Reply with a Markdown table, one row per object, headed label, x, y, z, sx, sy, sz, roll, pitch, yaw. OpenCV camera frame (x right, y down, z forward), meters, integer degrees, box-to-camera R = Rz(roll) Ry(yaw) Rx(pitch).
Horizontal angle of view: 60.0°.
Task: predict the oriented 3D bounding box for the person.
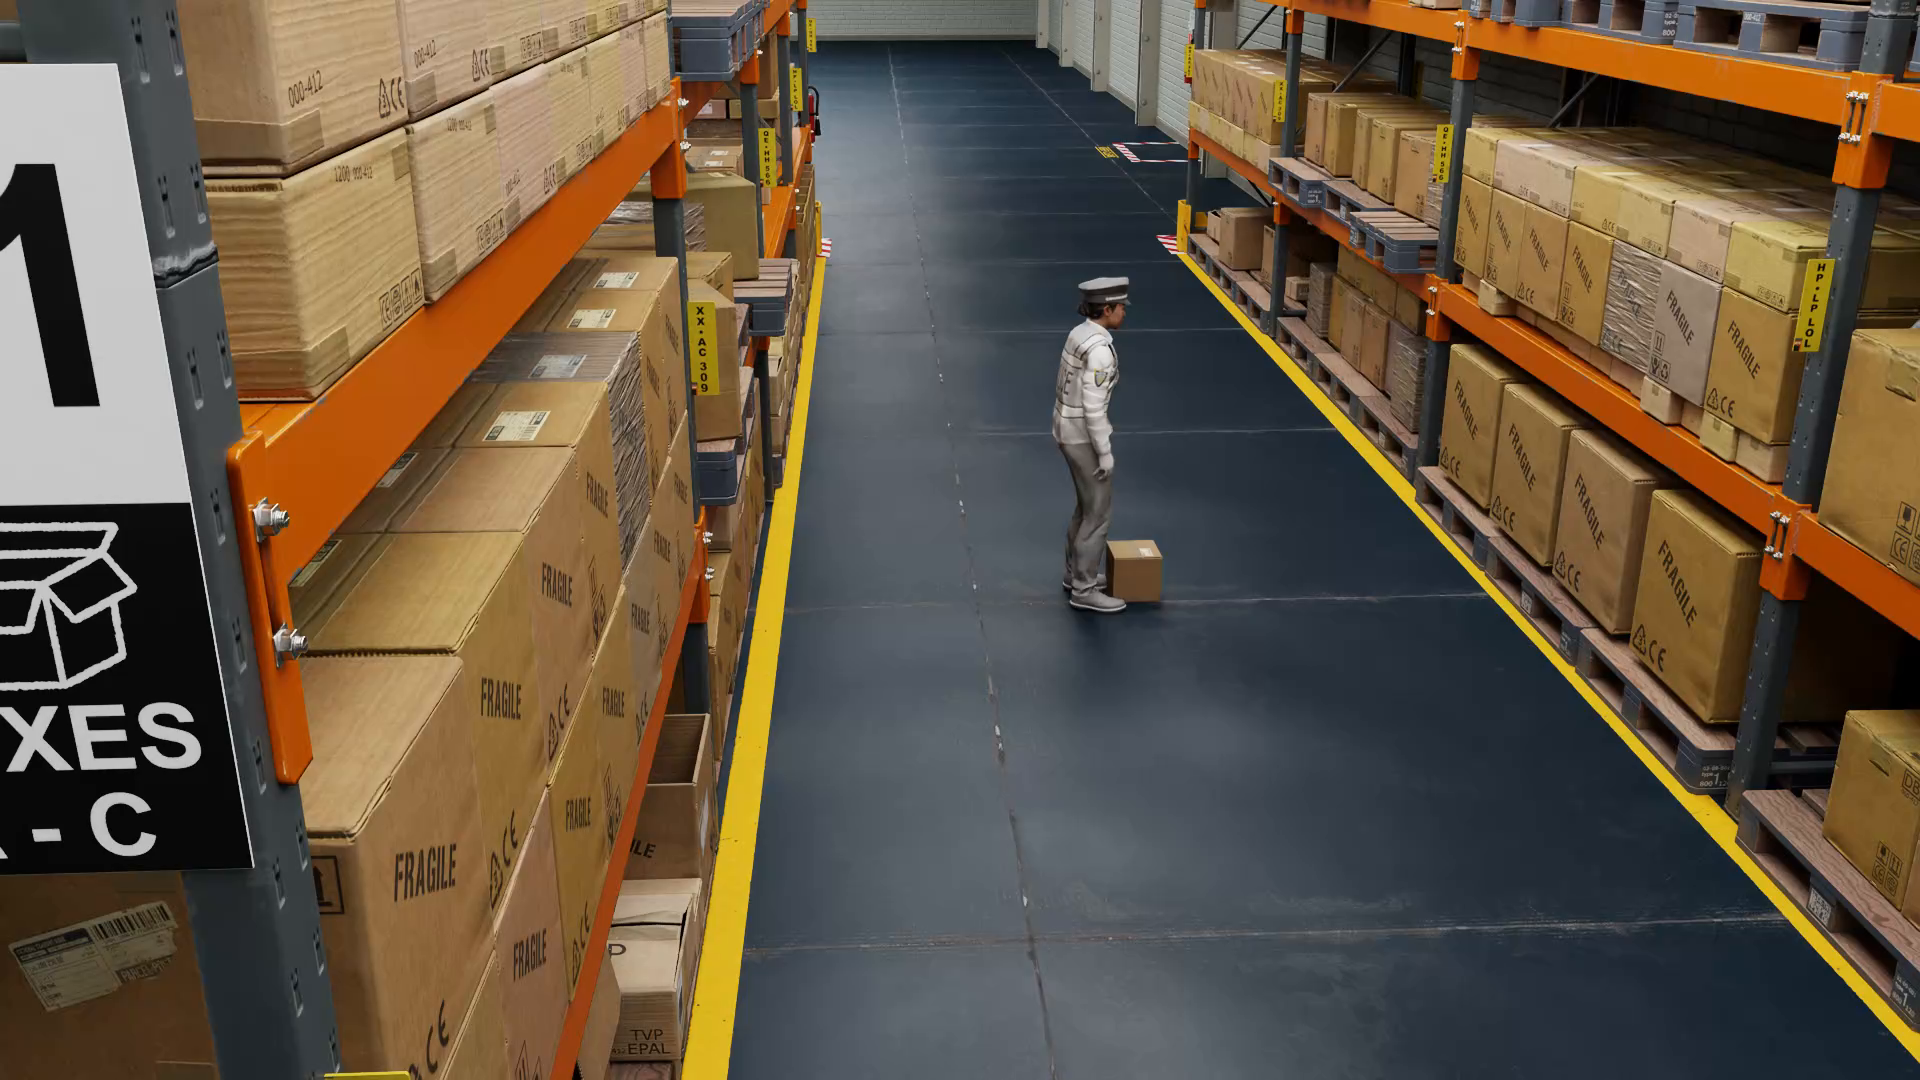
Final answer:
| label | x | y | z | sx | sy | sz | roll | pitch | yaw |
| --- | --- | --- | --- | --- | --- | --- | --- | --- | --- |
| person | 0.659 | -0.492 | 8.390 | 0.375 | 1.661 | 0.541 | -2 | 21 | -6 |
